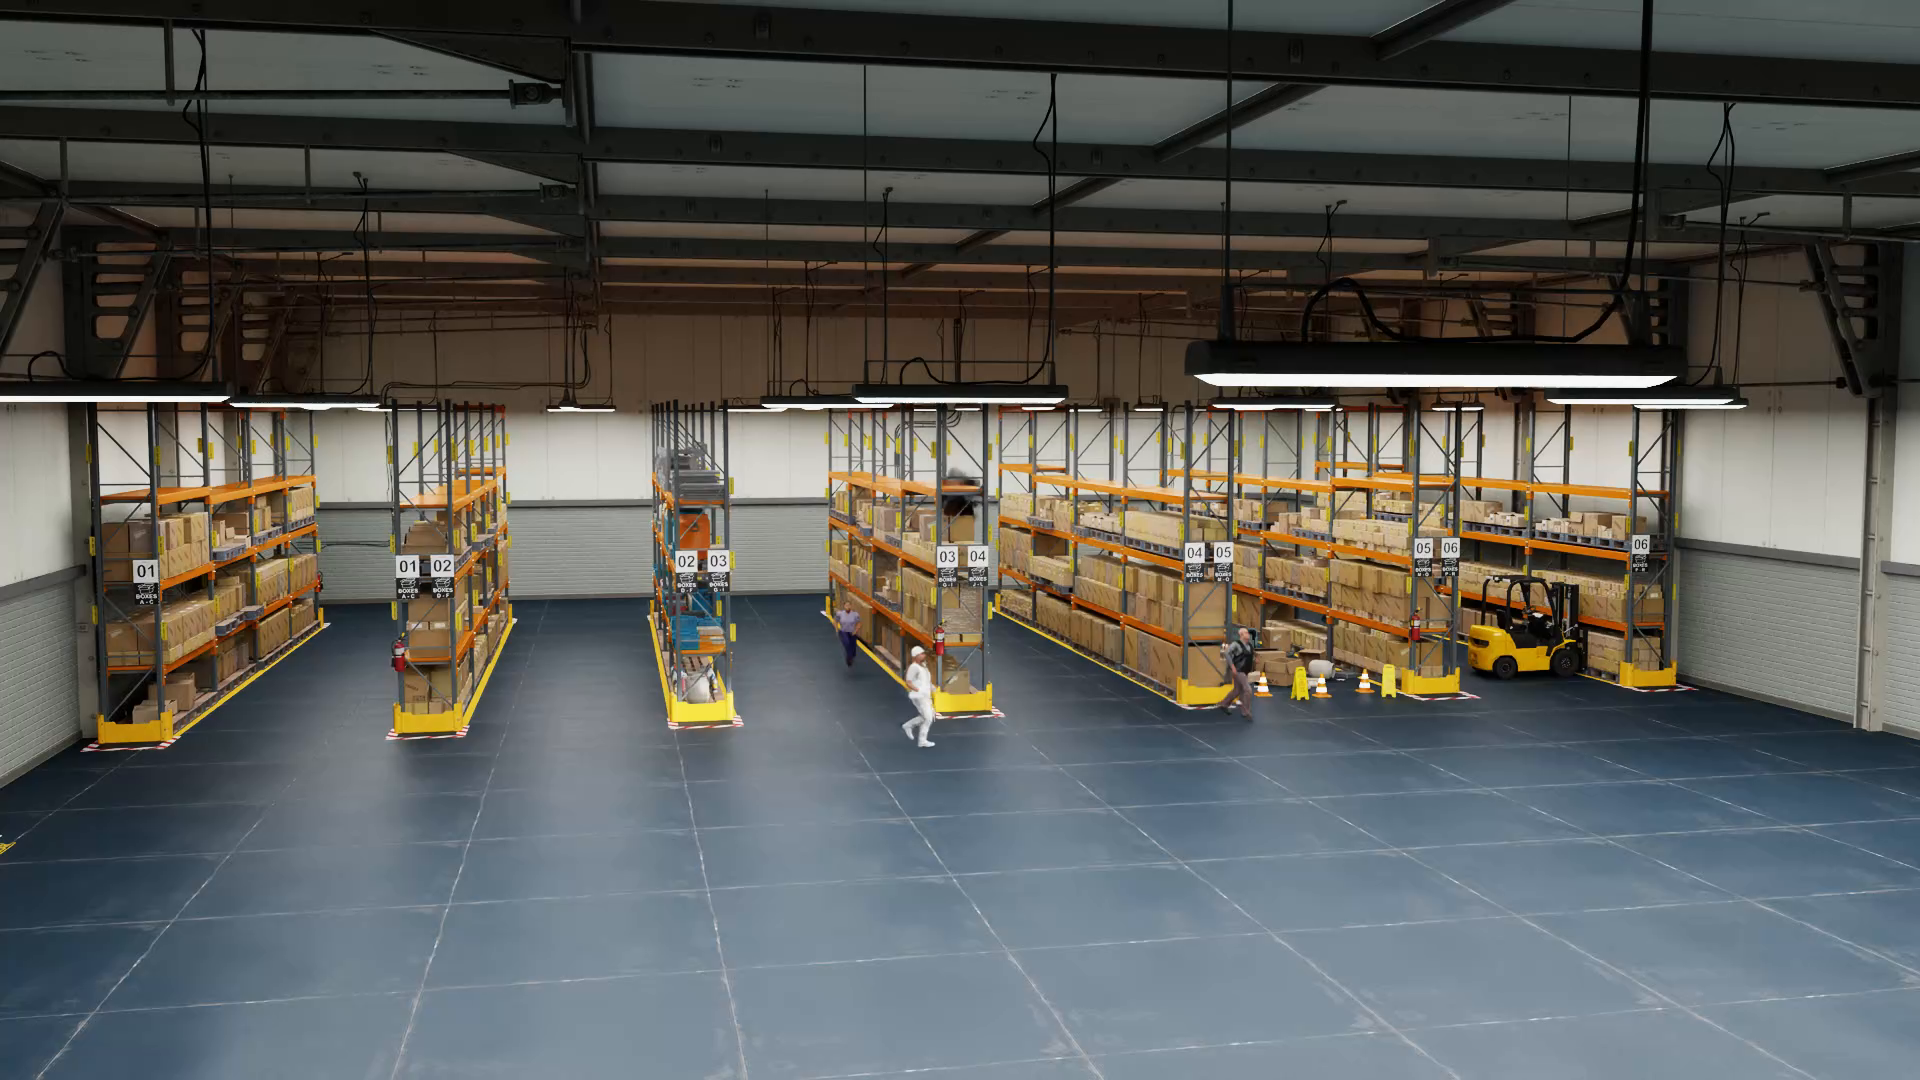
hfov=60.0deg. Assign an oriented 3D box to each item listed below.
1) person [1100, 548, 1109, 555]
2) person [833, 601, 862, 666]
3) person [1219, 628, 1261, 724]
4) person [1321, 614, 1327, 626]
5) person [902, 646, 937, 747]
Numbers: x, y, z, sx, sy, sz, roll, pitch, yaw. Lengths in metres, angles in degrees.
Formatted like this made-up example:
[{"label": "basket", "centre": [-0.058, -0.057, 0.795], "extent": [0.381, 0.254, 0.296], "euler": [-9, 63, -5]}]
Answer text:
[{"label": "person", "centre": [4.389, 1.054, 50.555], "extent": [0.644, 1.745, 0.665], "euler": [-2, 5, -21]}, {"label": "person", "centre": [-2.476, 2.087, 36.803], "extent": [0.630, 1.515, 0.931], "euler": [-1, 4, -10]}, {"label": "person", "centre": [5.229, 2.514, 31.158], "extent": [0.834, 1.765, 0.637], "euler": [3, 5, 38]}, {"label": "person", "centre": [9.454, 1.755, 42.499], "extent": [0.541, 1.560, 0.549], "euler": [-1, 4, -14]}, {"label": "person", "centre": [-0.729, 2.697, 28.662], "extent": [0.625, 1.732, 0.682], "euler": [1, 5, 17]}]
